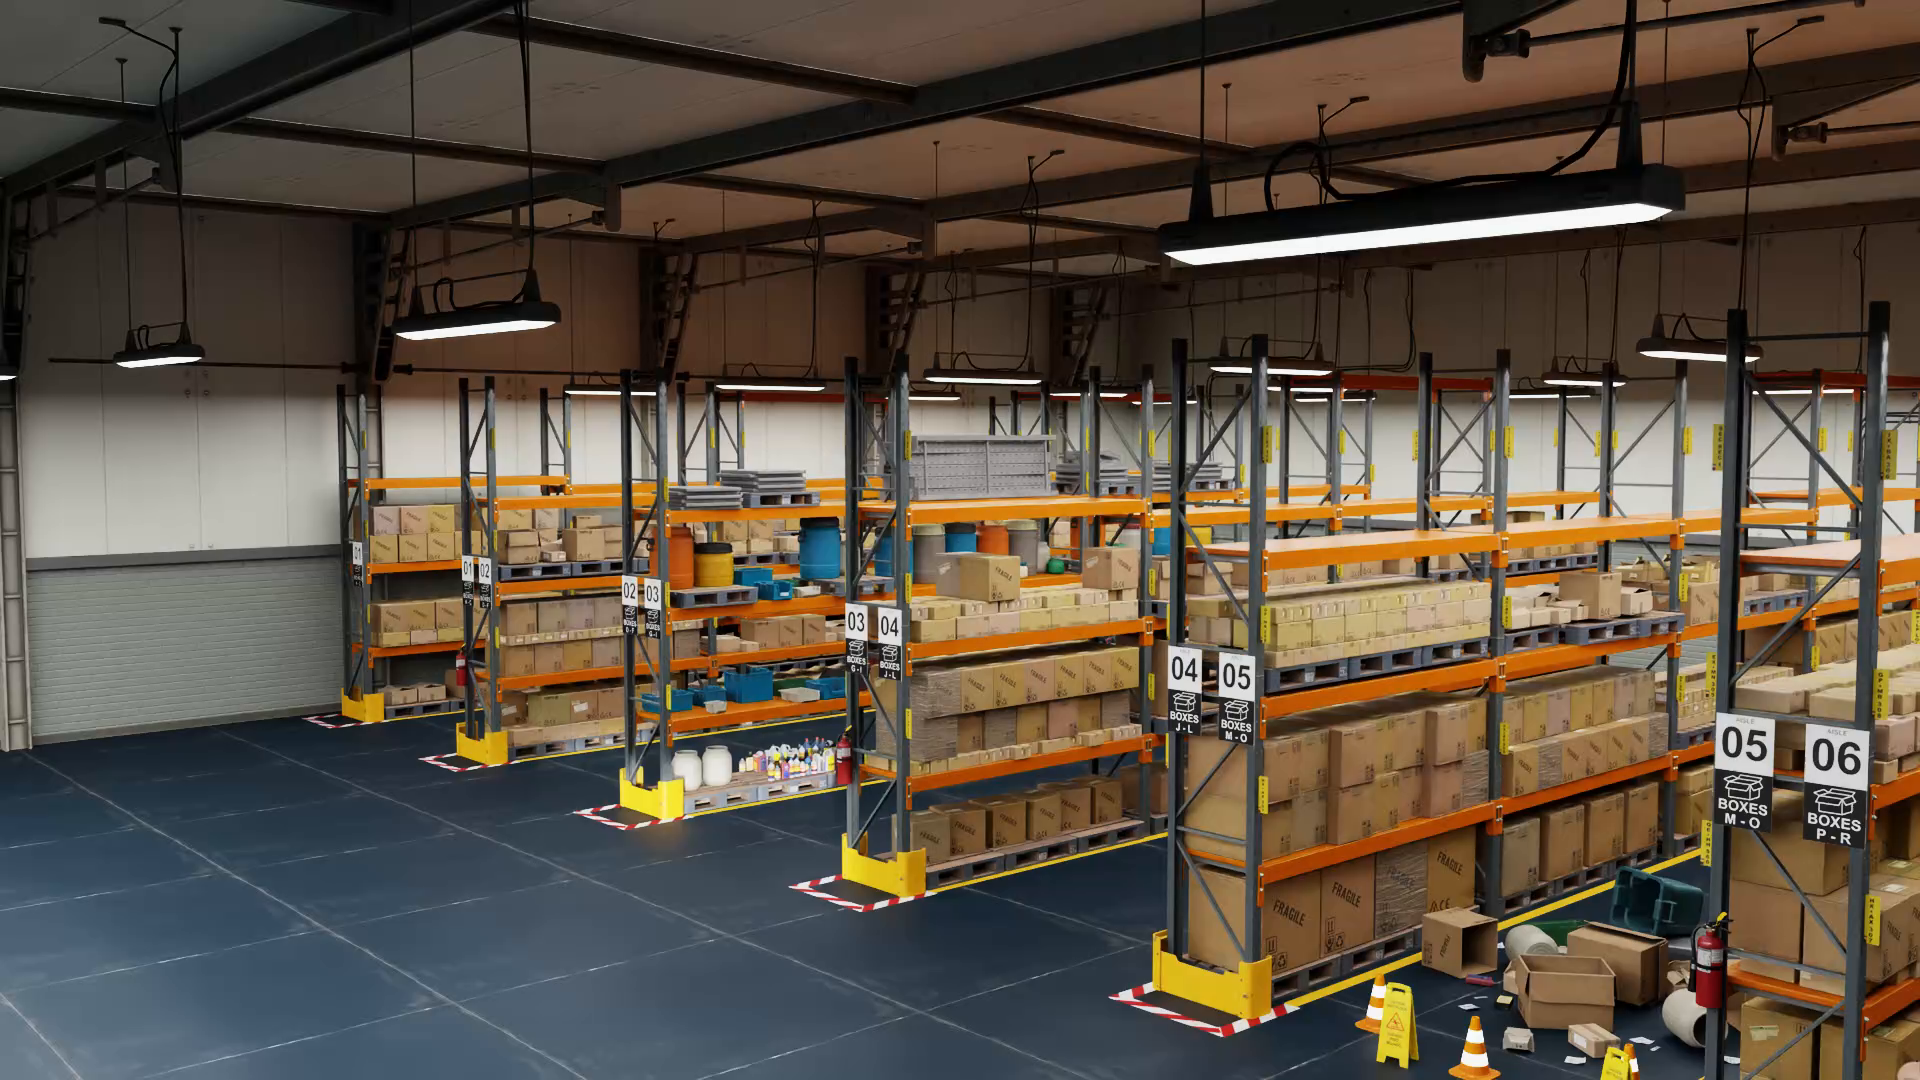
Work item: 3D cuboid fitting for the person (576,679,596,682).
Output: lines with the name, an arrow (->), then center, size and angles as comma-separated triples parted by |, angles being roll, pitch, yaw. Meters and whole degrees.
person -> -6.739, 2.323, 29.651 | 0.580, 1.800, 0.450 | -3, 5, -37

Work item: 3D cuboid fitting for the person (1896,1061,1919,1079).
person -> 5.015, 3.686, 8.921 | 0.482, 1.788, 0.629 | 2, 4, 25
